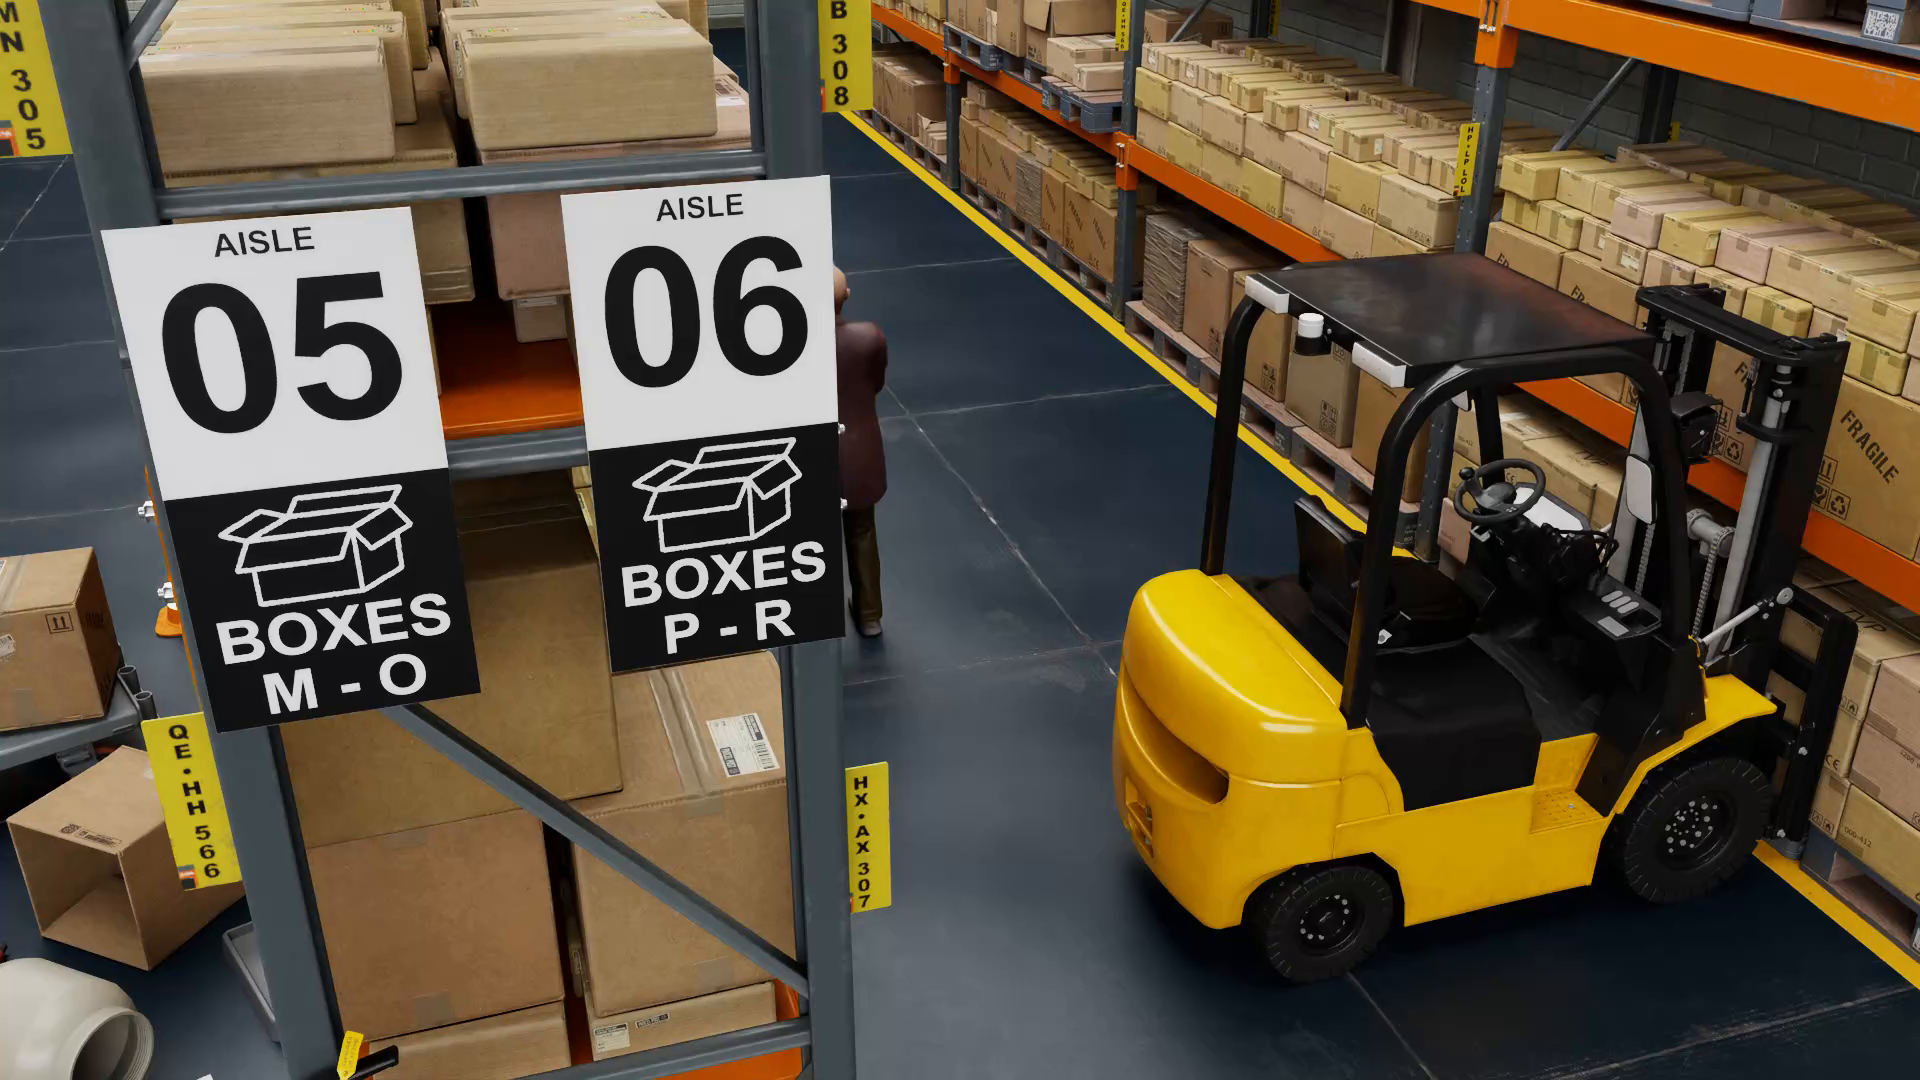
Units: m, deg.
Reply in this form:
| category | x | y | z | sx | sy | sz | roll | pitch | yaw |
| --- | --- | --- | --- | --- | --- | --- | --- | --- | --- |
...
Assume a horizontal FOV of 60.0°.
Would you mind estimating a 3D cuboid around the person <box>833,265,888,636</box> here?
| category | x | y | z | sx | sy | sz | roll | pitch | yaw |
| --- | --- | --- | --- | --- | --- | --- | --- | --- | --- |
| person | -0.606 | -0.428 | 7.513 | 0.527 | 1.776 | 0.554 | -8 | 27 | -17 |
